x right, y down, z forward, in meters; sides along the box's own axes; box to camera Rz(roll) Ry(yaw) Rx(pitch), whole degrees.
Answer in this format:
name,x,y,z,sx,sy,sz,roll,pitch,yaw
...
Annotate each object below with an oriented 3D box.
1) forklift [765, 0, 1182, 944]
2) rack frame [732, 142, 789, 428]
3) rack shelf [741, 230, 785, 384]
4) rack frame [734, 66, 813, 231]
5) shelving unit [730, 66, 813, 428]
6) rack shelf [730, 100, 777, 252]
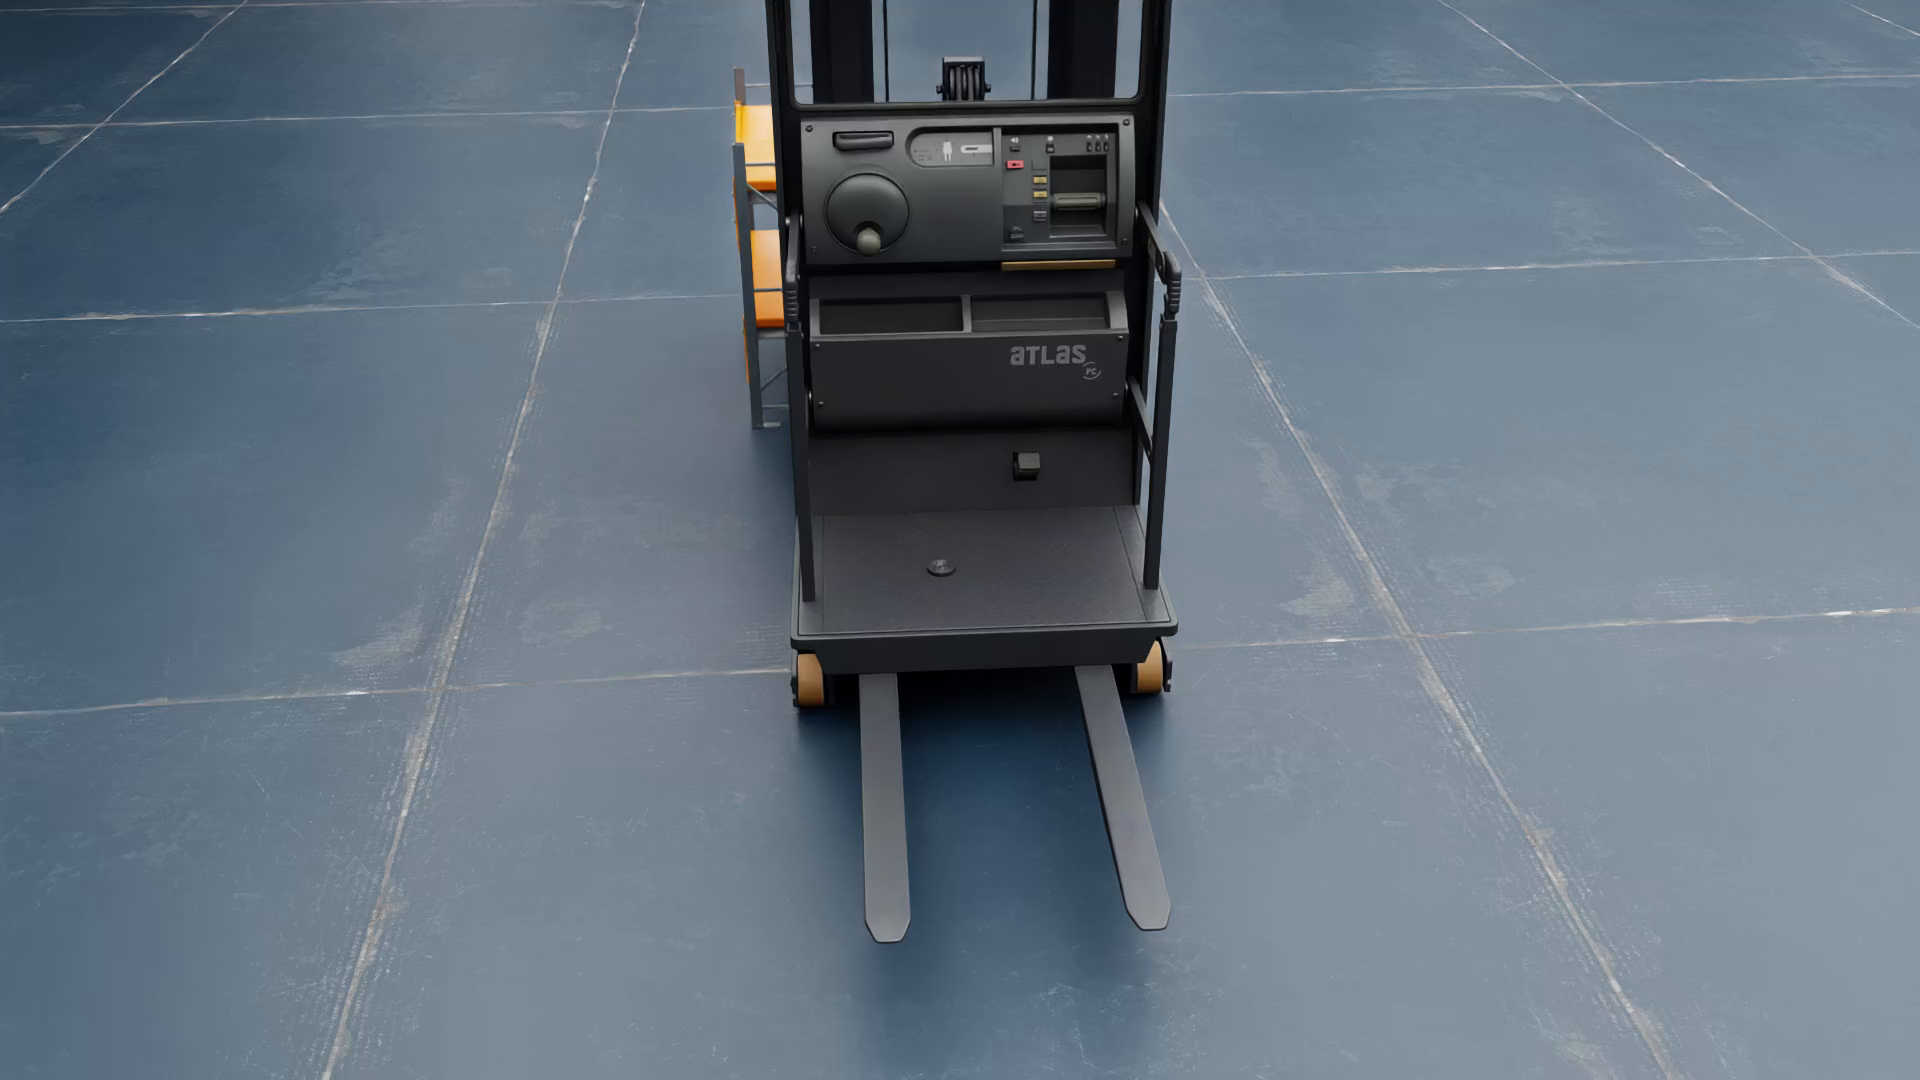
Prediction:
name,x,y,z,sx,sy,sz,roll,pitch,yaw
forklift,0.041,-0.938,4.462,1.130,2.935,3.031,-2,31,-3
rack frame,-0.562,-0.941,6.228,0.500,1.125,0.032,-3,31,-5
rack shelf,-0.619,-0.990,6.787,0.538,0.278,1.000,-3,31,-5
rack frame,-0.675,-1.459,7.096,0.500,1.125,0.032,-3,31,-5
shelving unit,-0.619,-1.200,6.662,0.538,1.125,1.048,-3,31,-5
rack shelf,-0.619,-1.451,6.512,0.538,0.278,1.000,-3,31,-5
